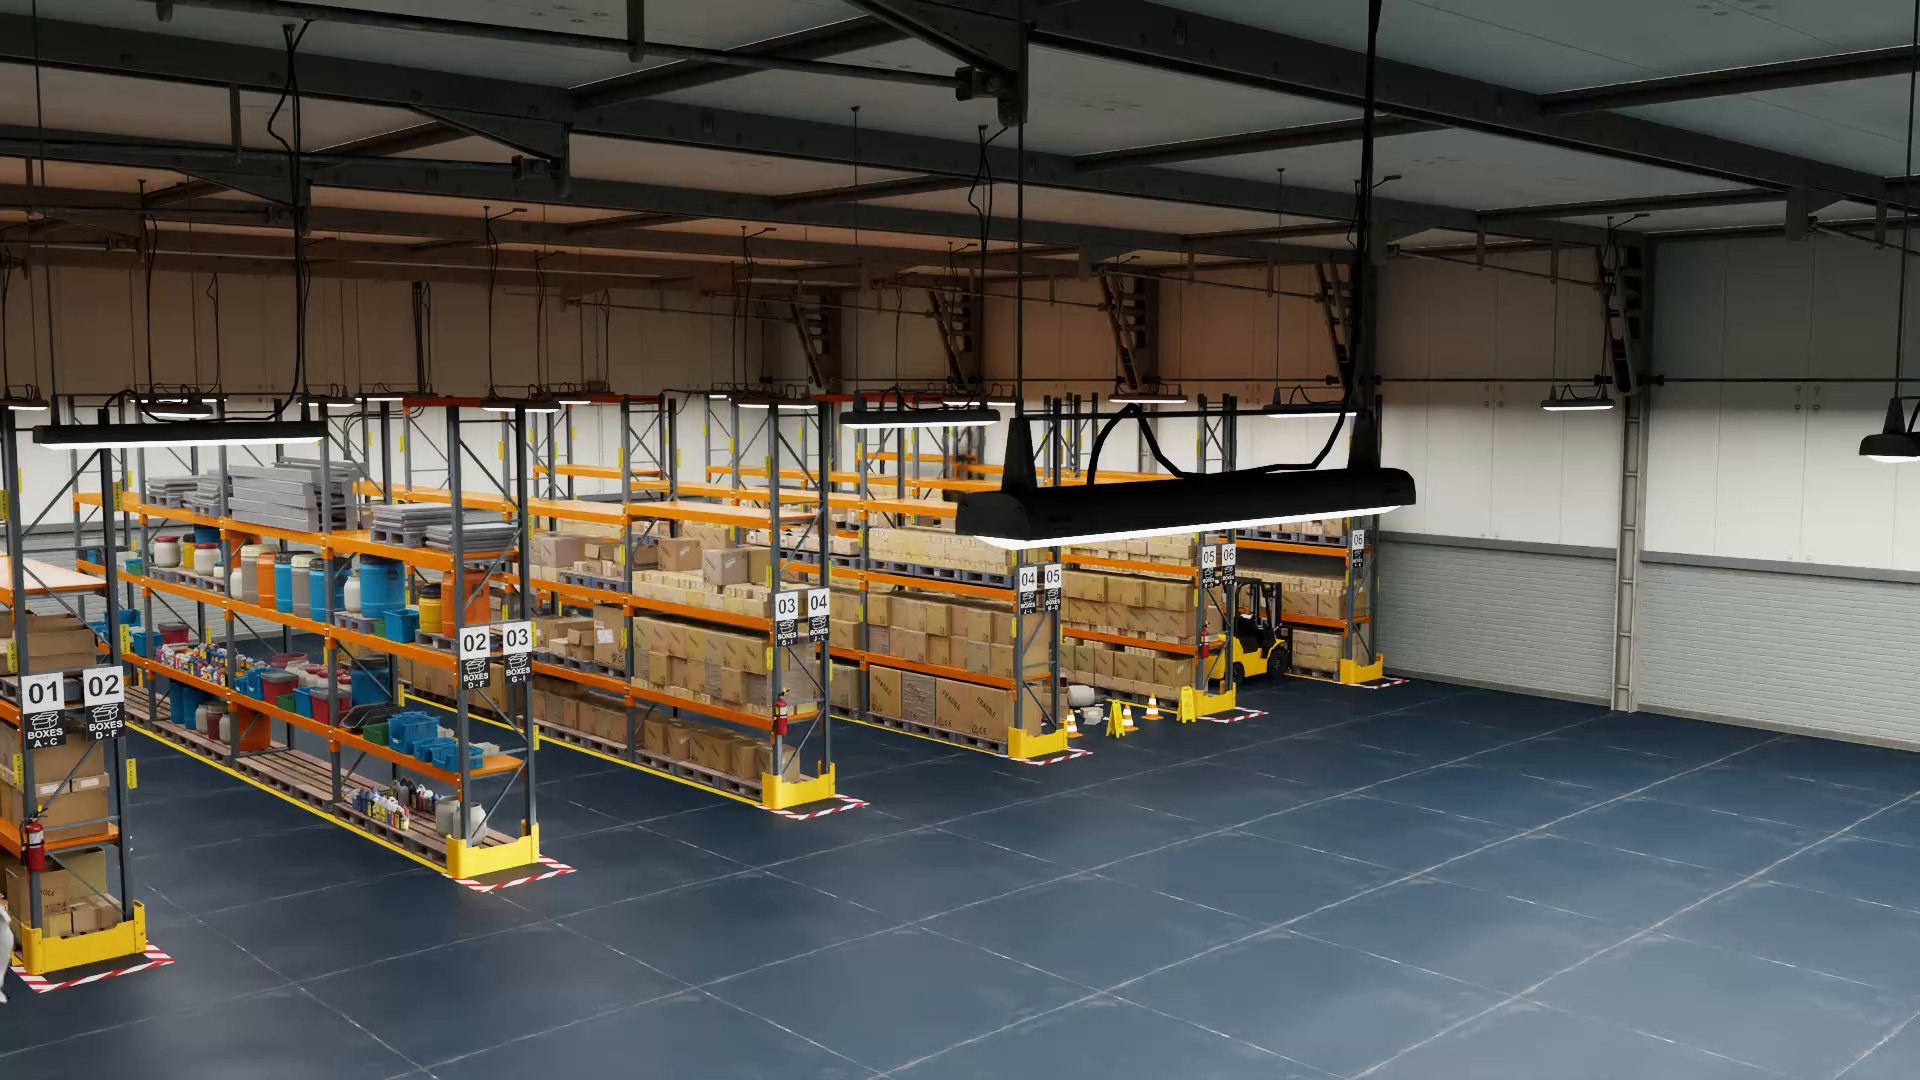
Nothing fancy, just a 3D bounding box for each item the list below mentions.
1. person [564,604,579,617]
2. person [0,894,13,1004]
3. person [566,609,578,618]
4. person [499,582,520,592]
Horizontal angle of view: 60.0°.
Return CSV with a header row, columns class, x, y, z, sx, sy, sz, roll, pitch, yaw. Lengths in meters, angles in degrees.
class,x,y,z,sx,sy,sz,roll,pitch,yaw
person,-9.604,1.512,41.144,0.600,1.700,0.744,-1,6,-6
person,-10.071,3.824,17.043,0.788,1.805,0.767,1,6,10
person,-8.087,2.207,34.545,0.605,1.616,0.673,-5,8,-44
person,-10.852,1.635,39.842,0.708,1.775,0.715,1,6,6
